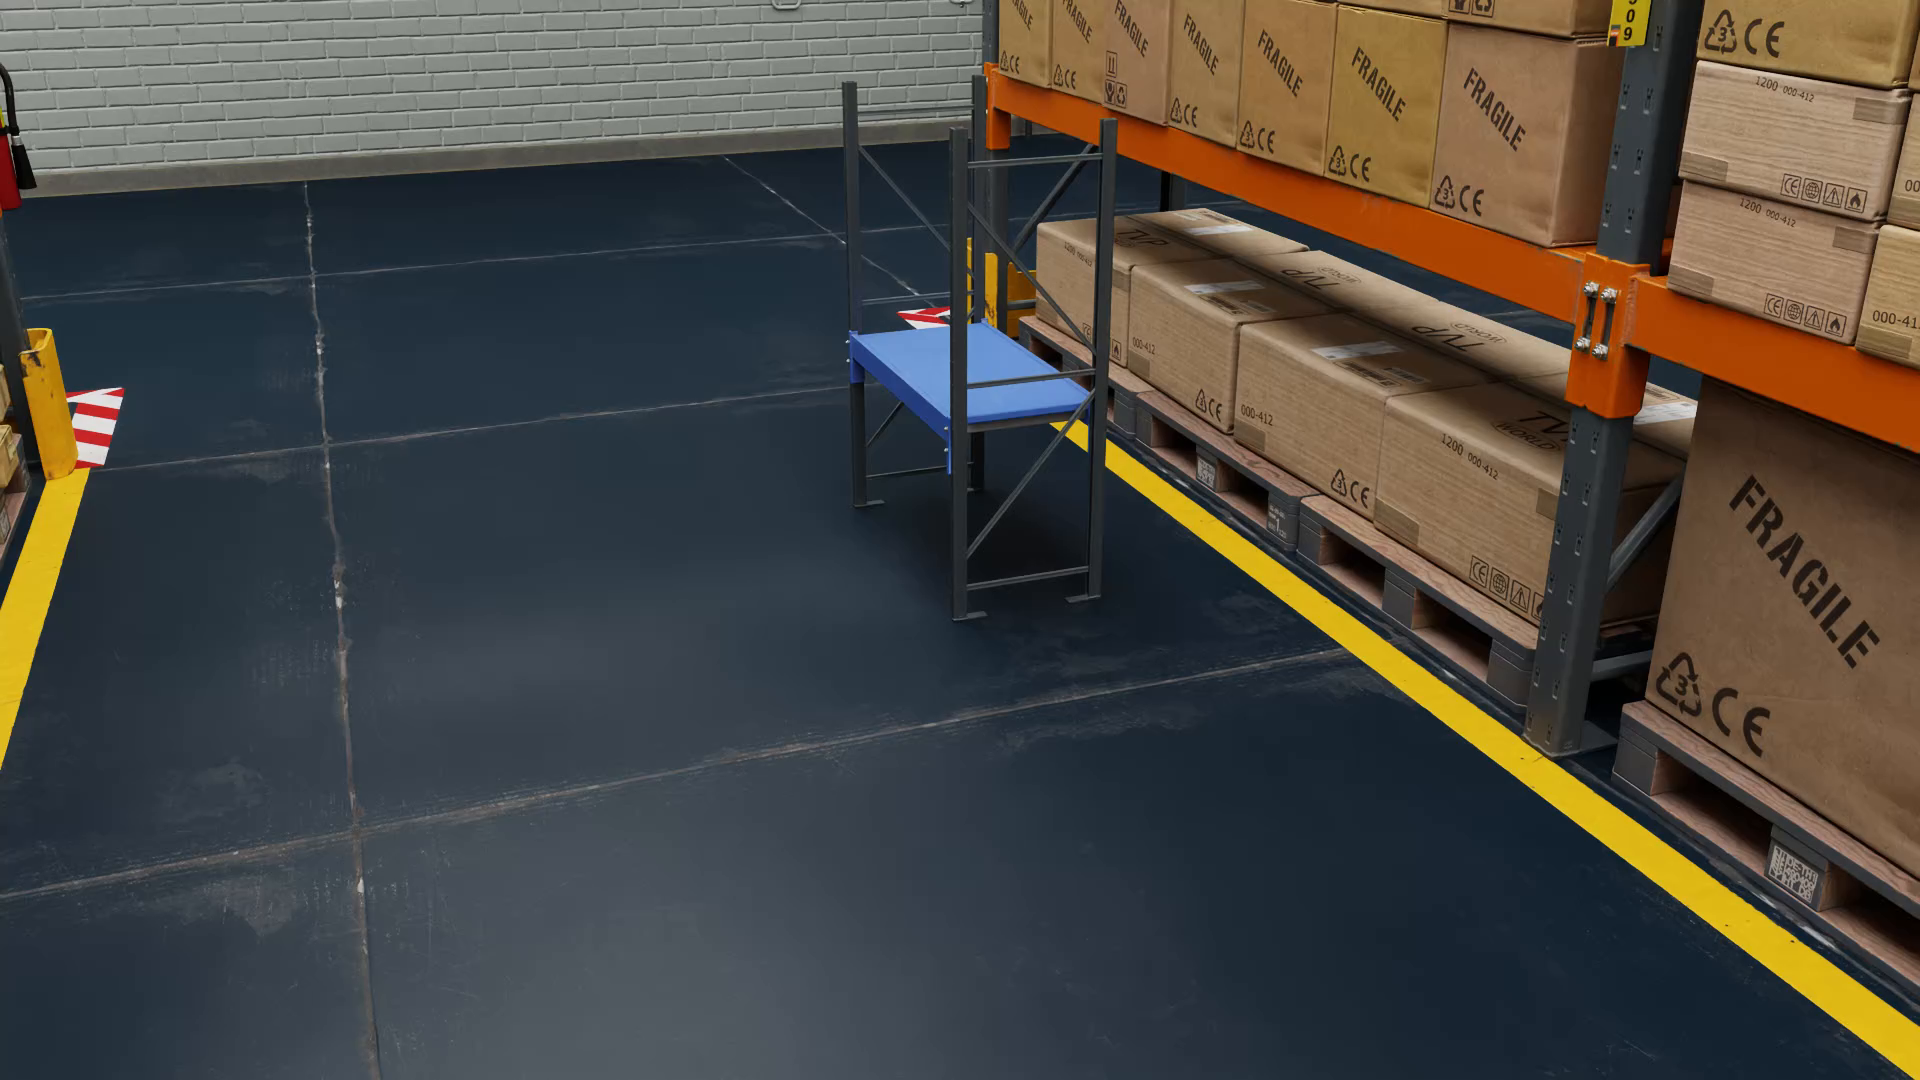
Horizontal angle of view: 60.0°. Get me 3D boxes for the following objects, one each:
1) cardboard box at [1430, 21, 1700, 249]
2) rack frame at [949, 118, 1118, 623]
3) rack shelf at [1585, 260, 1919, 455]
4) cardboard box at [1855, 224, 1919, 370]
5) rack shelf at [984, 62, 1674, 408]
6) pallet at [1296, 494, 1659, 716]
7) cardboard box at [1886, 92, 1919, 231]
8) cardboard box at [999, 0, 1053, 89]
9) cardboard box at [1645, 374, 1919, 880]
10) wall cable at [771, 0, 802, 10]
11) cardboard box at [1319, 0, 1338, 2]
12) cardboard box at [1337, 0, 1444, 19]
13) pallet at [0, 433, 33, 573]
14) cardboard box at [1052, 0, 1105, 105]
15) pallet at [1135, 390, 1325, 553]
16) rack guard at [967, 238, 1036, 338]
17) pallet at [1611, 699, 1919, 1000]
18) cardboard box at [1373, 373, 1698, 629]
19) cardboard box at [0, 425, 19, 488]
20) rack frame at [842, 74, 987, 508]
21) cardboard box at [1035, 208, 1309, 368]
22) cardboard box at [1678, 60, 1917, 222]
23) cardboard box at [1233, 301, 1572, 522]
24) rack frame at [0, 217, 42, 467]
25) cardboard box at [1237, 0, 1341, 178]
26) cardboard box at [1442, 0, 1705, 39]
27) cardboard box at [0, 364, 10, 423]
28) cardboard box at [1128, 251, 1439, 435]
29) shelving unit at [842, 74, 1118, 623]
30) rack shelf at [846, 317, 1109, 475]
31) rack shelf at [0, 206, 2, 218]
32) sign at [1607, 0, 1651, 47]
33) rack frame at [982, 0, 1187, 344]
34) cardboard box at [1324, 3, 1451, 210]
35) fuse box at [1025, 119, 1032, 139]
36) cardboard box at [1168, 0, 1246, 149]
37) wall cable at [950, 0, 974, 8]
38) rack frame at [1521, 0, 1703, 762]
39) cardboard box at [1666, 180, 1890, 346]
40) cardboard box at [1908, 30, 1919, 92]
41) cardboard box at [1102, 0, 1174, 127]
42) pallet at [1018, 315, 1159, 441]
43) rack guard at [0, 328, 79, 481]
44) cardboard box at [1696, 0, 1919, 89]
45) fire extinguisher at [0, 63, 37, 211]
[{"bbox_3d":[1.596,-1.070,4.299,0.500,0.500,0.500,-8,24,-19],"label":"cardboard box"},{"bbox_3d":[0.210,-0.475,4.947,0.500,1.500,0.032,-8,24,-19],"label":"rack frame"},{"bbox_3d":[2.706,0.167,2.417,1.077,0.370,4.000,-8,24,-19],"label":"rack shelf"},{"bbox_3d":[2.092,-0.438,3.120,0.500,0.250,0.500,-9,24,-20],"label":"cardboard box"},{"bbox_3d":[1.293,-1.286,5.865,1.077,0.370,4.000,-8,24,-19],"label":"rack shelf"},{"bbox_3d":[1.804,0.107,5.224,1.003,0.211,1.213,-8,24,-19],"label":"pallet"},{"bbox_3d":[2.101,-0.668,3.022,0.500,0.250,0.500,-8,24,-18],"label":"cardboard box"},{"bbox_3d":[0.487,-2.176,6.923,0.500,0.500,0.500,-9,24,-19],"label":"cardboard box"},{"bbox_3d":[2.293,0.109,3.824,0.875,0.875,0.875,-8,24,-17],"label":"cardboard box"},{"bbox_3d":[-1.428,-4.872,12.100,0.585,1.953,0.123,-8,24,-19],"label":"wall cable"},{"bbox_3d":[1.214,-1.900,4.981,0.500,0.500,0.500,-8,24,-18],"label":"cardboard box"},{"bbox_3d":[1.402,-1.717,4.545,0.500,0.500,0.500,-9,24,-20],"label":"cardboard box"},{"bbox_3d":[-3.728,-0.016,5.515,1.003,0.211,1.213,-8,24,-19],"label":"pallet"},{"bbox_3d":[0.692,-1.997,6.496,0.500,0.500,0.500,-9,24,-20],"label":"cardboard box"},{"bbox_3d":[1.369,-0.337,6.278,1.003,0.211,1.213,-8,24,-19],"label":"pallet"},{"bbox_3d":[0.578,-1.201,7.956,1.175,0.500,0.348,-8,24,-19],"label":"rack guard"},{"bbox_3d":[2.342,0.664,3.902,1.003,0.211,1.213,-8,24,-19],"label":"pallet"},{"bbox_3d":[1.878,-0.147,4.994,0.875,0.438,0.875,-9,24,-20],"label":"cardboard box"},{"bbox_3d":[-3.443,-0.266,5.649,0.380,0.149,0.250,-8,24,-17],"label":"cardboard box"},{"bbox_3d":[-0.149,-0.845,5.823,0.500,1.500,0.032,-8,24,-19],"label":"rack frame"},{"bbox_3d":[0.913,-1.131,7.329,0.875,0.438,0.875,-9,25,-21],"label":"cardboard box"},{"bbox_3d":[1.891,-0.854,3.462,0.500,0.250,0.500,-9,24,-21],"label":"cardboard box"},{"bbox_3d":[1.561,-0.472,5.765,0.875,0.438,0.875,-9,25,-21],"label":"cardboard box"},{"bbox_3d":[-4.009,-1.628,5.751,1.000,3.000,0.127,-8,24,-19],"label":"rack frame"},{"bbox_3d":[1.218,-1.437,5.169,0.500,0.500,0.500,-9,24,-20],"label":"cardboard box"},{"bbox_3d":[1.574,-1.531,4.105,0.500,0.500,0.500,-9,24,-19],"label":"cardboard box"},{"bbox_3d":[-3.556,-0.493,5.804,0.380,0.149,0.250,-9,24,-20],"label":"cardboard box"},{"bbox_3d":[1.244,-0.800,6.543,0.875,0.438,0.875,-8,24,-18],"label":"cardboard box"},{"bbox_3d":[0.030,-0.660,5.385,0.538,1.500,1.048,-8,24,-19],"label":"shelving unit"},{"bbox_3d":[0.030,-0.494,5.455,0.538,0.185,1.000,-8,24,-19],"label":"rack shelf"},{"bbox_3d":[-3.303,-0.570,4.167,1.077,0.370,4.000,-8,24,-19],"label":"rack shelf"},{"bbox_3d":[1.480,-1.250,3.636,0.100,0.325,0.005,-8,24,-19],"label":"sign"},{"bbox_3d":[0.586,-2.344,7.450,1.000,3.000,0.127,-8,24,-19],"label":"rack frame"},{"bbox_3d":[1.409,-1.257,4.740,0.500,0.500,0.500,-9,24,-20],"label":"cardboard box"},{"bbox_3d":[0.589,-4.031,13.111,0.539,1.711,0.414,-8,24,-19],"label":"fuse box"},{"bbox_3d":[1.047,-1.630,5.625,0.500,0.500,0.500,-8,24,-17],"label":"cardboard box"},{"bbox_3d":[-0.105,-5.057,12.578,0.588,1.984,0.122,-8,24,-19],"label":"wall cable"},{"bbox_3d":[1.999,-0.891,4.001,1.000,3.000,0.127,-8,24,-19],"label":"rack frame"},{"bbox_3d":[1.908,-0.626,3.565,0.500,0.250,0.500,-9,24,-20],"label":"cardboard box"},{"bbox_3d":[2.091,-1.017,2.885,0.500,0.500,0.500,-8,24,-19],"label":"cardboard box"},{"bbox_3d":[0.855,-1.809,6.052,0.500,0.500,0.500,-8,24,-19],"label":"cardboard box"},{"bbox_3d":[0.942,-0.779,7.328,1.003,0.211,1.213,-8,24,-19],"label":"pallet"},{"bbox_3d":[-3.982,-0.449,6.171,1.175,0.500,0.348,-8,24,-19],"label":"rack guard"},{"bbox_3d":[1.886,-1.198,3.315,0.500,0.500,0.500,-8,24,-18],"label":"cardboard box"},{"bbox_3d":[-3.666,-1.576,6.206,0.296,0.674,0.183,-8,24,-19],"label":"fire extinguisher"}]
